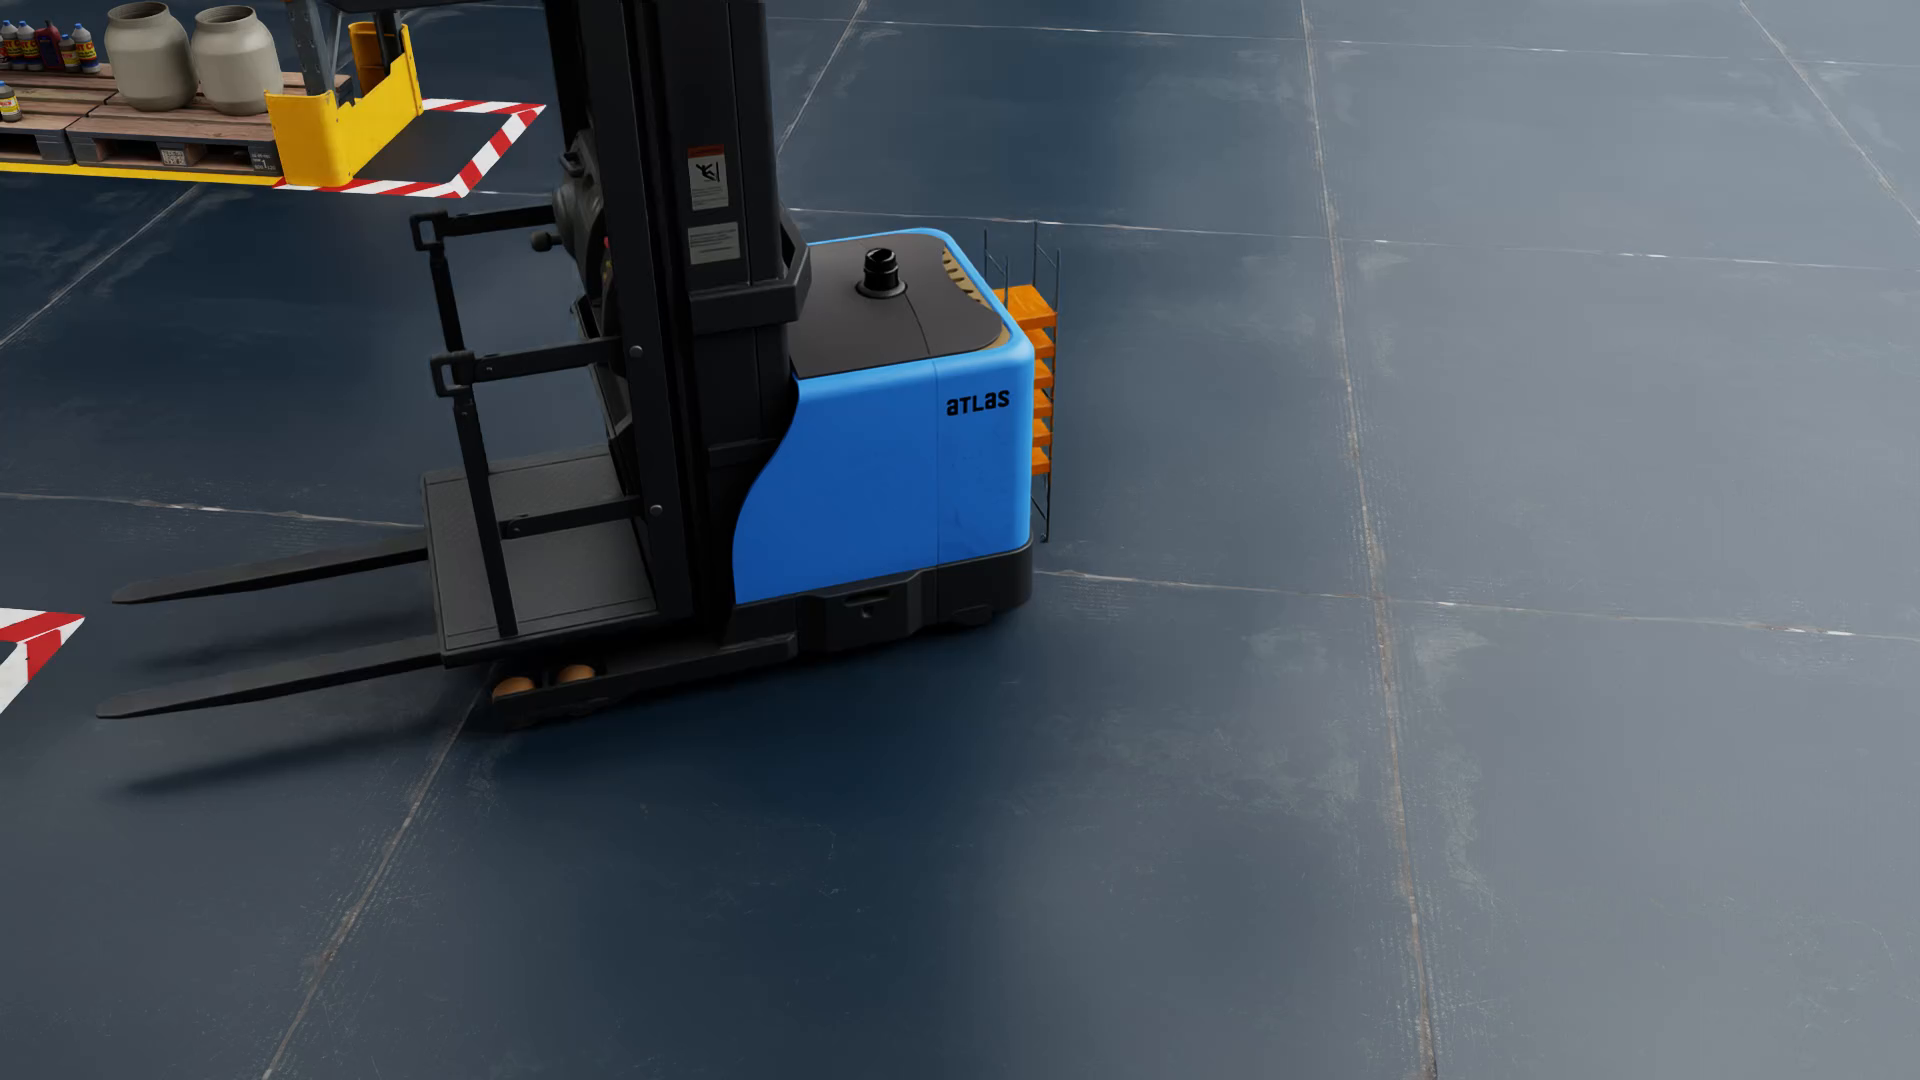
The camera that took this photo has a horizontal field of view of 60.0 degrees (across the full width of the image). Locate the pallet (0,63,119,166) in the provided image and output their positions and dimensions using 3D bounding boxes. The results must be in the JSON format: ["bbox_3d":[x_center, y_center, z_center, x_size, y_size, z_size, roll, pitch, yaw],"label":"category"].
[{"bbox_3d":[-5.405,-2.470,9.529,1.213,0.211,1.003,4,36,6],"label":"pallet"}]

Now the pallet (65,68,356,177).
[{"bbox_3d":[-4.199,-2.378,9.400,1.213,0.211,1.003,4,36,6],"label":"pallet"}]

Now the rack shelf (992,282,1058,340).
[{"bbox_3d":[0.208,-0.785,5.773,0.180,0.103,0.258,-11,37,-15],"label":"rack shelf"}]

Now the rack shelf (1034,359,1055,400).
[{"bbox_3d":[0.208,-0.589,5.912,0.180,0.103,0.258,-11,37,-15],"label":"rack shelf"}]

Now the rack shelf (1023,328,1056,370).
[{"bbox_3d":[0.208,-0.687,5.843,0.180,0.103,0.258,-11,37,-15],"label":"rack shelf"}]

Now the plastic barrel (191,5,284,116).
[{"bbox_3d":[-3.975,-2.634,9.139,0.421,0.512,0.421,0,36,0],"label":"plastic barrel"}]

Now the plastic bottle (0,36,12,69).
[{"bbox_3d":[-5.608,-2.865,9.713,0.097,0.201,0.097,0,36,0],"label":"plastic bottle"}]

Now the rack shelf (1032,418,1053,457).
[{"bbox_3d":[0.208,-0.394,6.052,0.180,0.103,0.258,-11,37,-15],"label":"rack shelf"}]

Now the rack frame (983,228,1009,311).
[{"bbox_3d":[0.121,-0.511,5.933,0.006,1.200,0.240,-11,37,-15],"label":"rack frame"}]

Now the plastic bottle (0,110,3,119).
[{"bbox_3d":[-5.308,-2.426,9.027,0.133,0.283,0.061,5,36,7],"label":"plastic bottle"}]

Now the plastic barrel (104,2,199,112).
[{"bbox_3d":[-4.472,-2.671,9.191,0.421,0.512,0.421,0,36,0],"label":"plastic barrel"}]

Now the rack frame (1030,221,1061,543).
[{"bbox_3d":[0.294,-0.545,5.980,0.006,1.200,0.240,-11,37,-15],"label":"rack frame"}]

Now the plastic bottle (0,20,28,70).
[{"bbox_3d":[-5.510,-2.886,9.682,0.097,0.271,0.097,0,36,0],"label":"plastic bottle"}]

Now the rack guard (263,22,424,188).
[{"bbox_3d":[-3.393,-2.432,9.228,0.348,0.500,1.175,4,36,6],"label":"rack guard"}]

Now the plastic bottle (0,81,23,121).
[{"bbox_3d":[-5.190,-2.395,9.053,0.097,0.201,0.097,0,36,0],"label":"plastic bottle"}]

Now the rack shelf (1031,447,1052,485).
[{"bbox_3d":[0.207,-0.296,6.122,0.180,0.103,0.258,-11,37,-15],"label":"rack shelf"}]

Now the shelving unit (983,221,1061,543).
[{"bbox_3d":[0.208,-0.528,5.956,0.189,1.200,0.258,-11,37,-15],"label":"shelving unit"}]

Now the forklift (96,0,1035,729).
[{"bbox_3d":[-1.321,-0.928,5.027,3.031,2.935,1.130,-11,37,-15],"label":"forklift"}]

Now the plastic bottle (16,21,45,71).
[{"bbox_3d":[-5.411,-2.879,9.672,0.097,0.271,0.097,0,36,0],"label":"plastic bottle"}]

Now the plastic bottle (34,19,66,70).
[{"bbox_3d":[-5.293,-2.886,9.671,0.133,0.283,0.061,5,36,7],"label":"plastic bottle"}]

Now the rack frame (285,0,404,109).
[{"bbox_3d":[-3.312,-3.471,8.532,0.127,3.000,1.000,4,36,6],"label":"rack frame"}]

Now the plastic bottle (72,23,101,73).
[{"bbox_3d":[-5.071,-2.854,9.636,0.097,0.271,0.097,0,36,0],"label":"plastic bottle"}]

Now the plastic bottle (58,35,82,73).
[{"bbox_3d":[-5.173,-2.833,9.667,0.097,0.201,0.097,0,36,0],"label":"plastic bottle"}]

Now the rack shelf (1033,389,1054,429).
[{"bbox_3d":[0.208,-0.492,5.982,0.180,0.103,0.258,-11,37,-15],"label":"rack shelf"}]
